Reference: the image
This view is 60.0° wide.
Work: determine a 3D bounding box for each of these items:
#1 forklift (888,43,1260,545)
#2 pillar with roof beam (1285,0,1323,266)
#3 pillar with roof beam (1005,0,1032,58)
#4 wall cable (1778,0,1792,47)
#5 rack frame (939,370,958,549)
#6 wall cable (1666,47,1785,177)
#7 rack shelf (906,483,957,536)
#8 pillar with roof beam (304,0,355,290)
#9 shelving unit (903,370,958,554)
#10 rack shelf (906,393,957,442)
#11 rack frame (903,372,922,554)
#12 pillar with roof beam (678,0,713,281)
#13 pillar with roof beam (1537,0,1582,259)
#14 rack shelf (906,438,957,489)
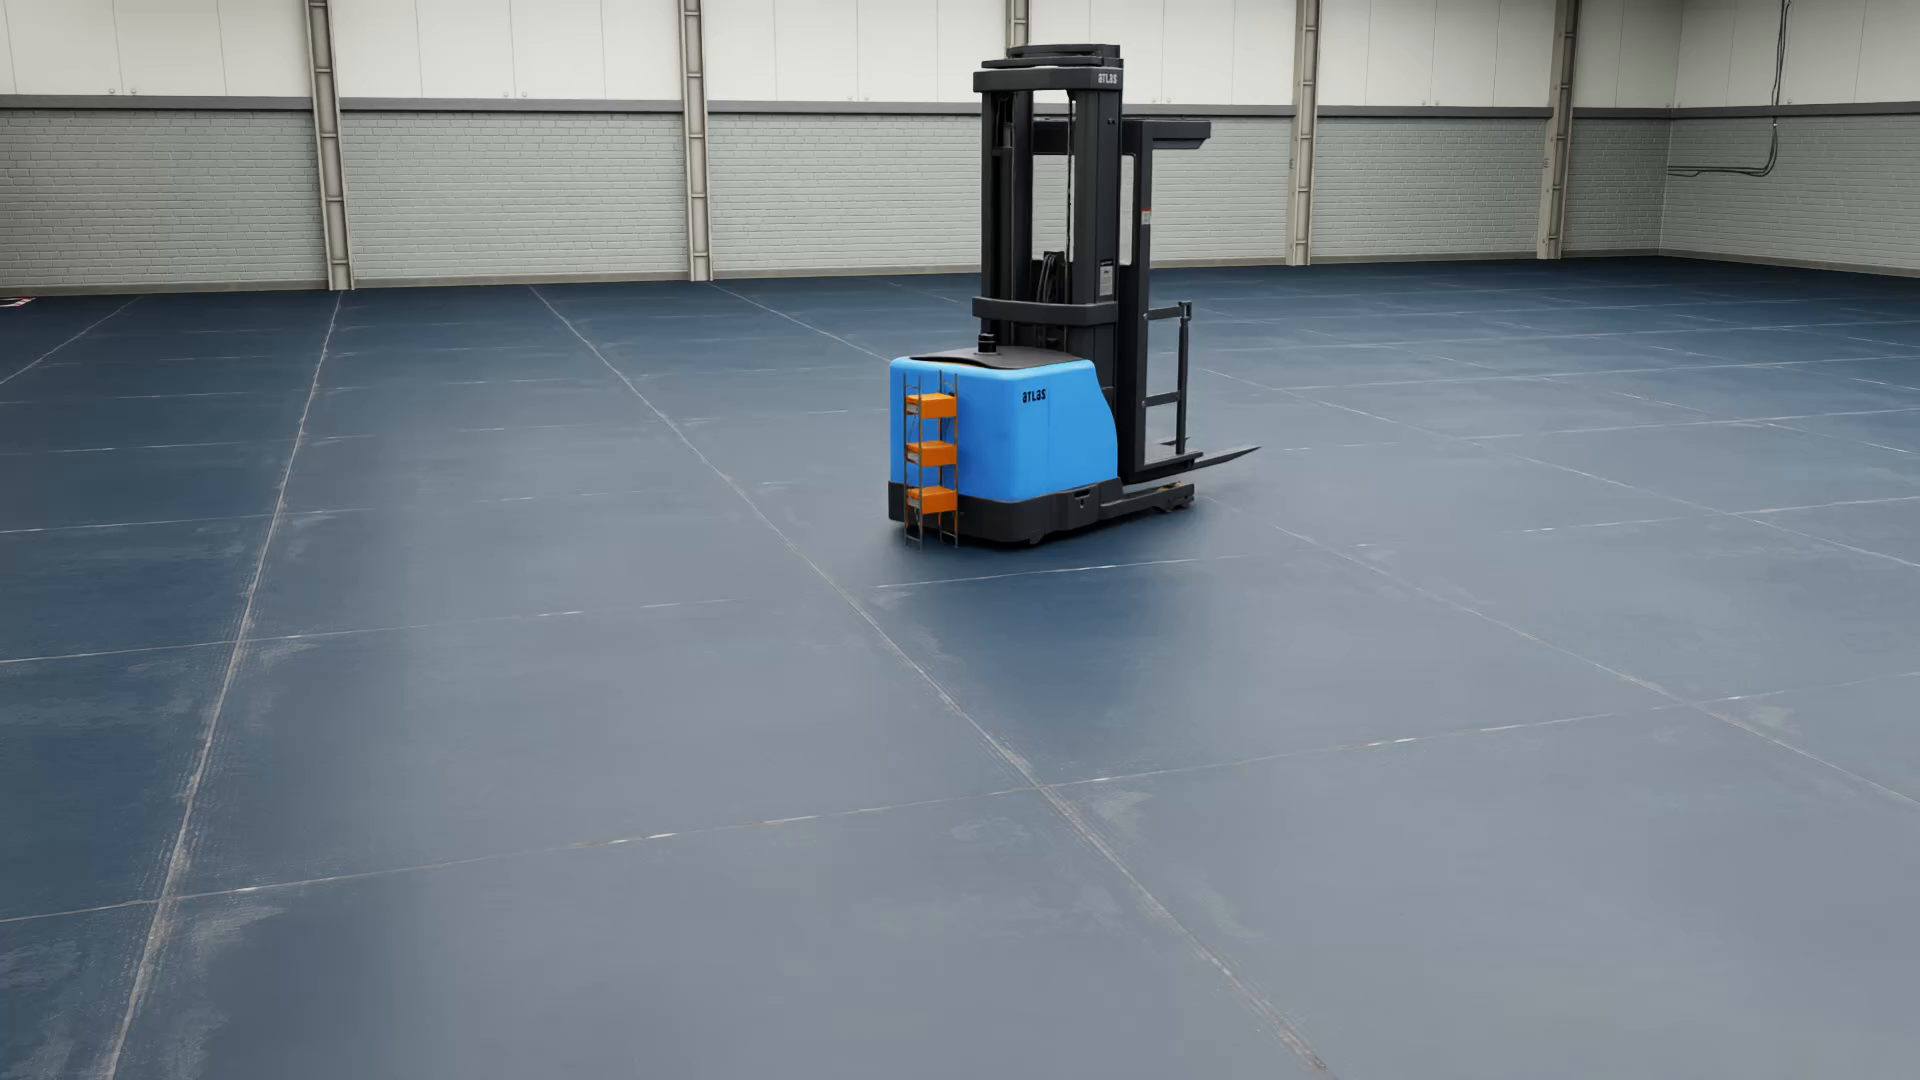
[{"bbox_3d":[0.910,-1.674,10.846,1.130,2.935,3.031,12,18,40],"label":"forklift"},{"bbox_3d":[8.131,-8.945,28.303,0.400,9.000,9.100,-4,14,-18],"label":"pillar with roof beam"},{"bbox_3d":[2.444,-8.502,26.442,0.400,9.000,9.100,-4,14,-18],"label":"pillar with roof beam"},{"bbox_3d":[16.521,-10.613,31.110,0.112,2.526,3.097,-4,14,-18],"label":"wall cable"},{"bbox_3d":[-0.069,-0.479,9.887,0.008,1.050,0.200,-8,16,-30],"label":"rack frame"},{"bbox_3d":[15.658,-8.749,34.189,0.112,2.526,3.097,-4,14,-18],"label":"wall cable"},{"bbox_3d":[-0.174,-0.184,9.892,0.240,0.259,0.215,-8,16,-30],"label":"rack shelf"},{"bbox_3d":[-8.929,-7.617,22.718,0.400,9.000,9.100,-4,14,-18],"label":"pillar with roof beam"},{"bbox_3d":[-0.174,-0.464,9.826,0.252,1.050,0.215,-8,16,-30],"label":"shelving unit"},{"bbox_3d":[-0.174,-0.730,9.762,0.240,0.259,0.215,-8,16,-30],"label":"rack shelf"},{"bbox_3d":[-0.279,-0.450,9.764,0.008,1.050,0.200,-8,16,-30],"label":"rack frame"},{"bbox_3d":[-3.243,-8.060,24.580,0.400,9.000,9.100,-4,14,-18],"label":"pillar with roof beam"},{"bbox_3d":[13.817,-9.388,30.165,0.400,9.000,9.100,-4,14,-18],"label":"pillar with roof beam"},{"bbox_3d":[-0.174,-0.454,9.828,0.240,0.259,0.215,-8,16,-30],"label":"rack shelf"}]
